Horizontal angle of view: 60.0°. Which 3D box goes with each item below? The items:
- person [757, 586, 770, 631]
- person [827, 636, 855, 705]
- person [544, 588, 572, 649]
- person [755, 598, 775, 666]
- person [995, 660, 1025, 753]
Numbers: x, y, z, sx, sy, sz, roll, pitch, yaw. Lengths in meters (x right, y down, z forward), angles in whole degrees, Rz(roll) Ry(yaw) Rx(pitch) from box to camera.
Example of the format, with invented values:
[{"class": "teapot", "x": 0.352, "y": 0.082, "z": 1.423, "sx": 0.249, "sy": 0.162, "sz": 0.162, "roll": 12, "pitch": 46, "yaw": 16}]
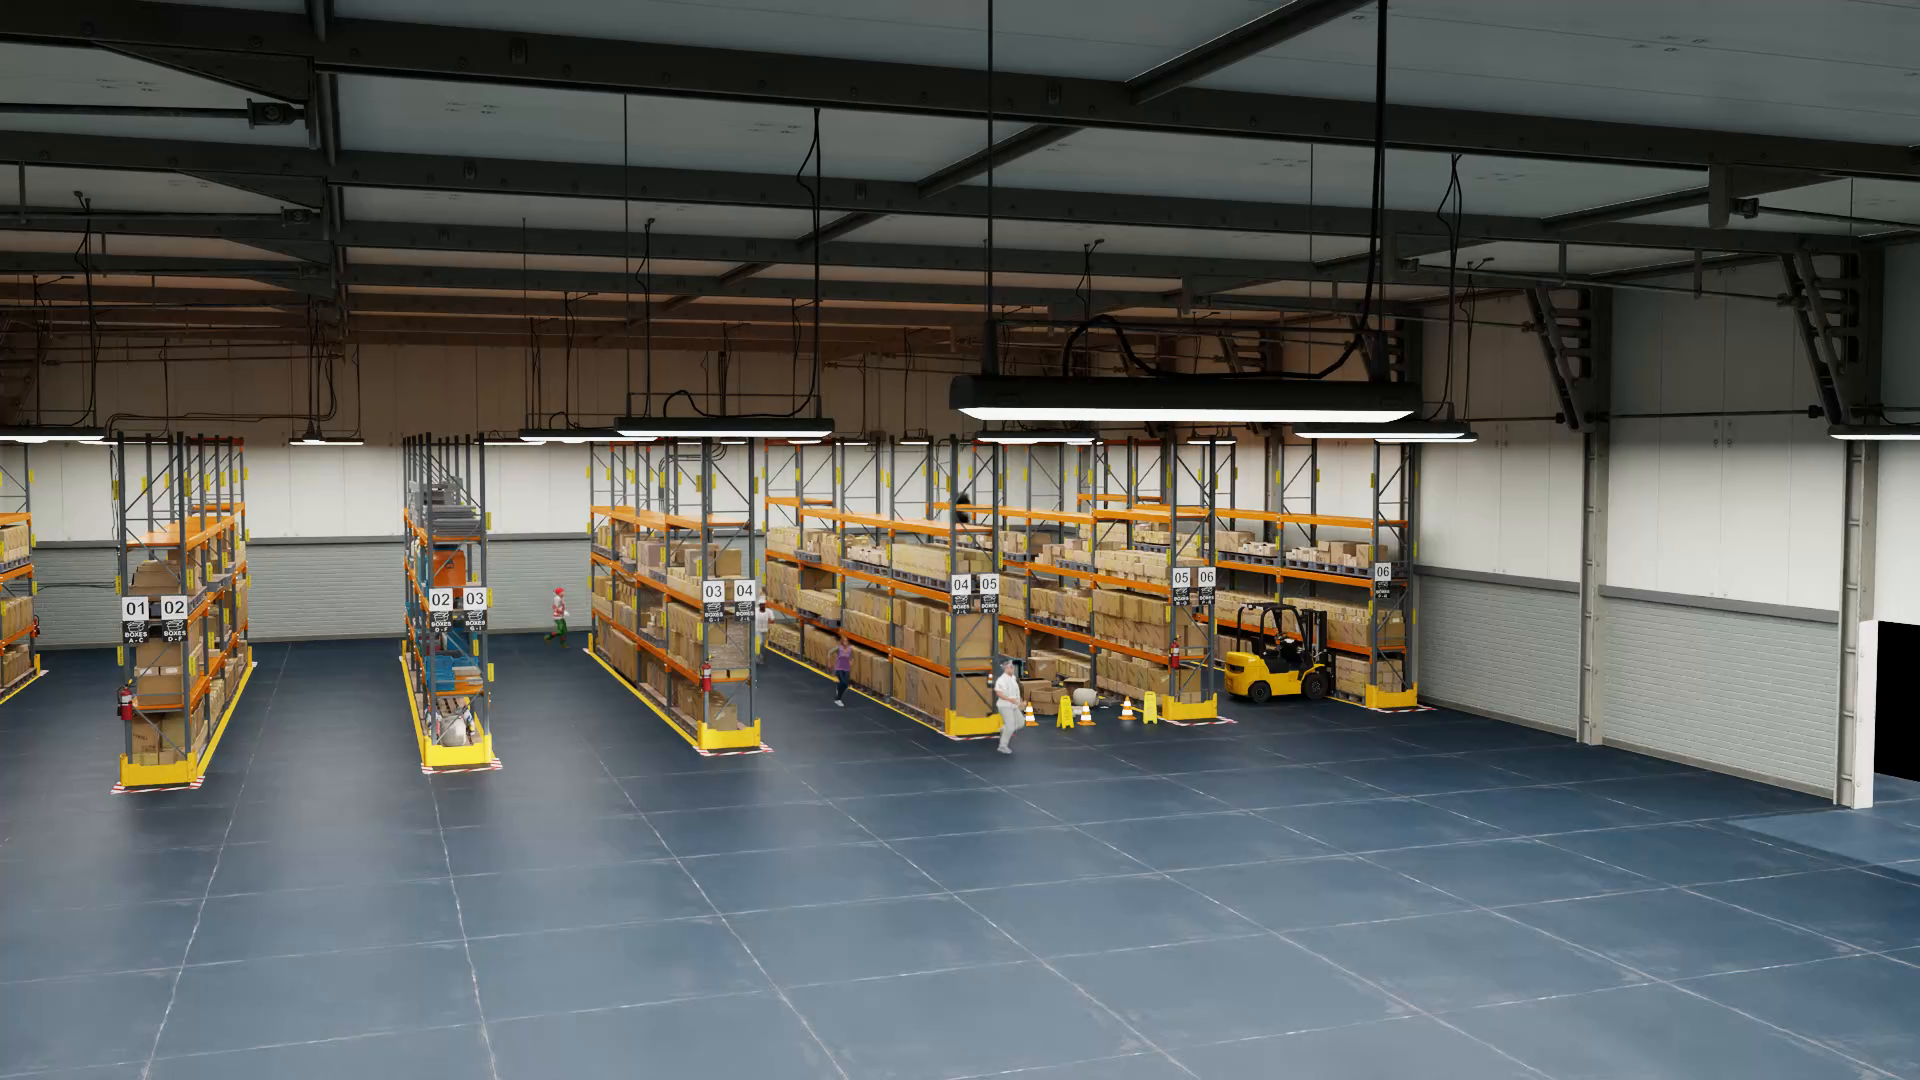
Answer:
[{"class": "person", "x": -5.883, "y": 2.173, "z": 49.553, "sx": 0.535, "sy": 1.613, "sz": 0.622, "roll": -1, "pitch": 3, "yaw": -18}, {"class": "person", "x": -2.600, "y": 2.908, "z": 36.841, "sx": 0.571, "sy": 1.547, "sz": 0.623, "roll": -1, "pitch": 3, "yaw": -24}, {"class": "person", "x": -11.453, "y": 2.236, "z": 47.273, "sx": 0.798, "sy": 1.775, "sz": 0.662, "roll": -1, "pitch": 3, "yaw": -17}, {"class": "person", "x": -5.259, "y": 2.423, "z": 43.840, "sx": 0.729, "sy": 1.785, "sz": 0.835, "roll": -1, "pitch": 3, "yaw": -23}, {"class": "person", "x": 0.932, "y": 3.138, "z": 31.458, "sx": 0.592, "sy": 1.736, "sz": 0.697, "roll": 2, "pitch": 4, "yaw": 34}]
